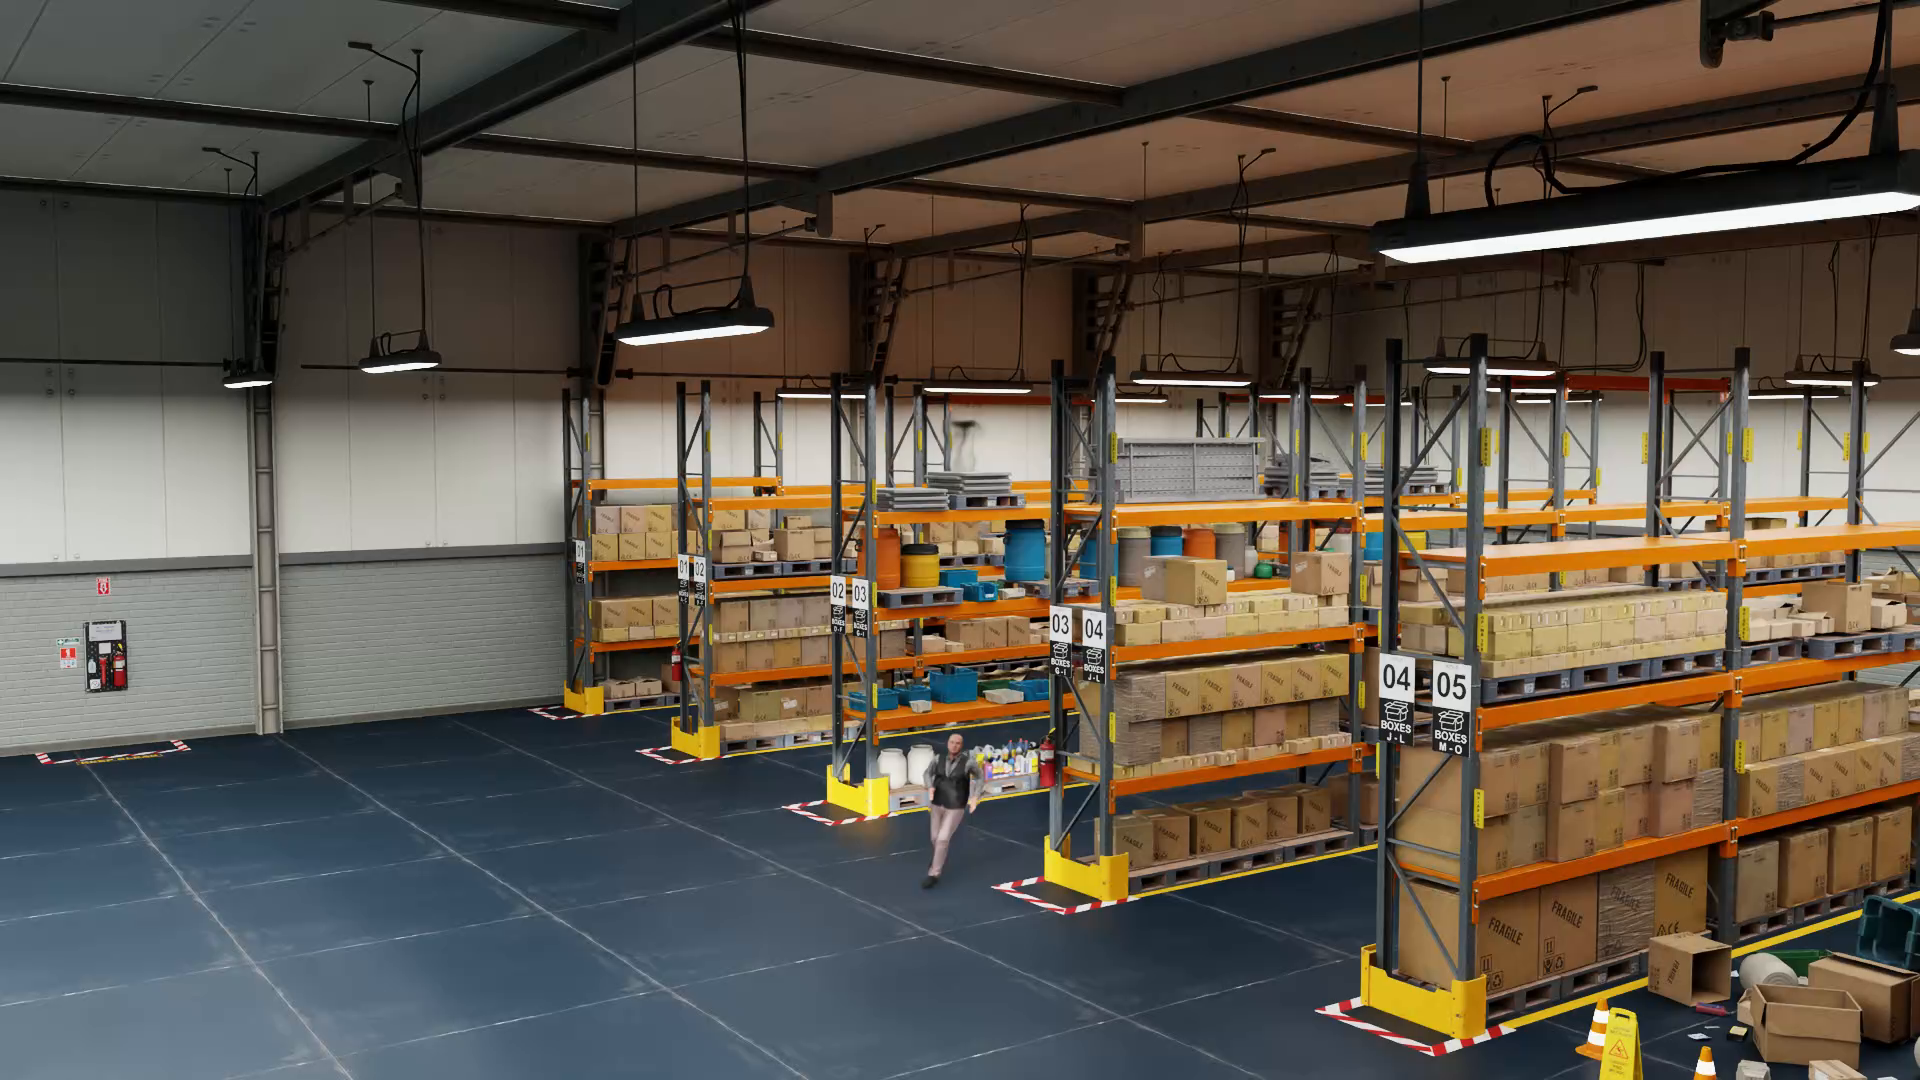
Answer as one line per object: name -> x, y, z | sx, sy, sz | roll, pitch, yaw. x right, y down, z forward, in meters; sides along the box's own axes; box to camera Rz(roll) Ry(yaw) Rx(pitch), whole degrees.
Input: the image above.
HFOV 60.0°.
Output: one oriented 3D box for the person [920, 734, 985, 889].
person -> -0.130, 3.078, 19.111 | 0.733, 1.704, 0.946 | 1, 4, 21
